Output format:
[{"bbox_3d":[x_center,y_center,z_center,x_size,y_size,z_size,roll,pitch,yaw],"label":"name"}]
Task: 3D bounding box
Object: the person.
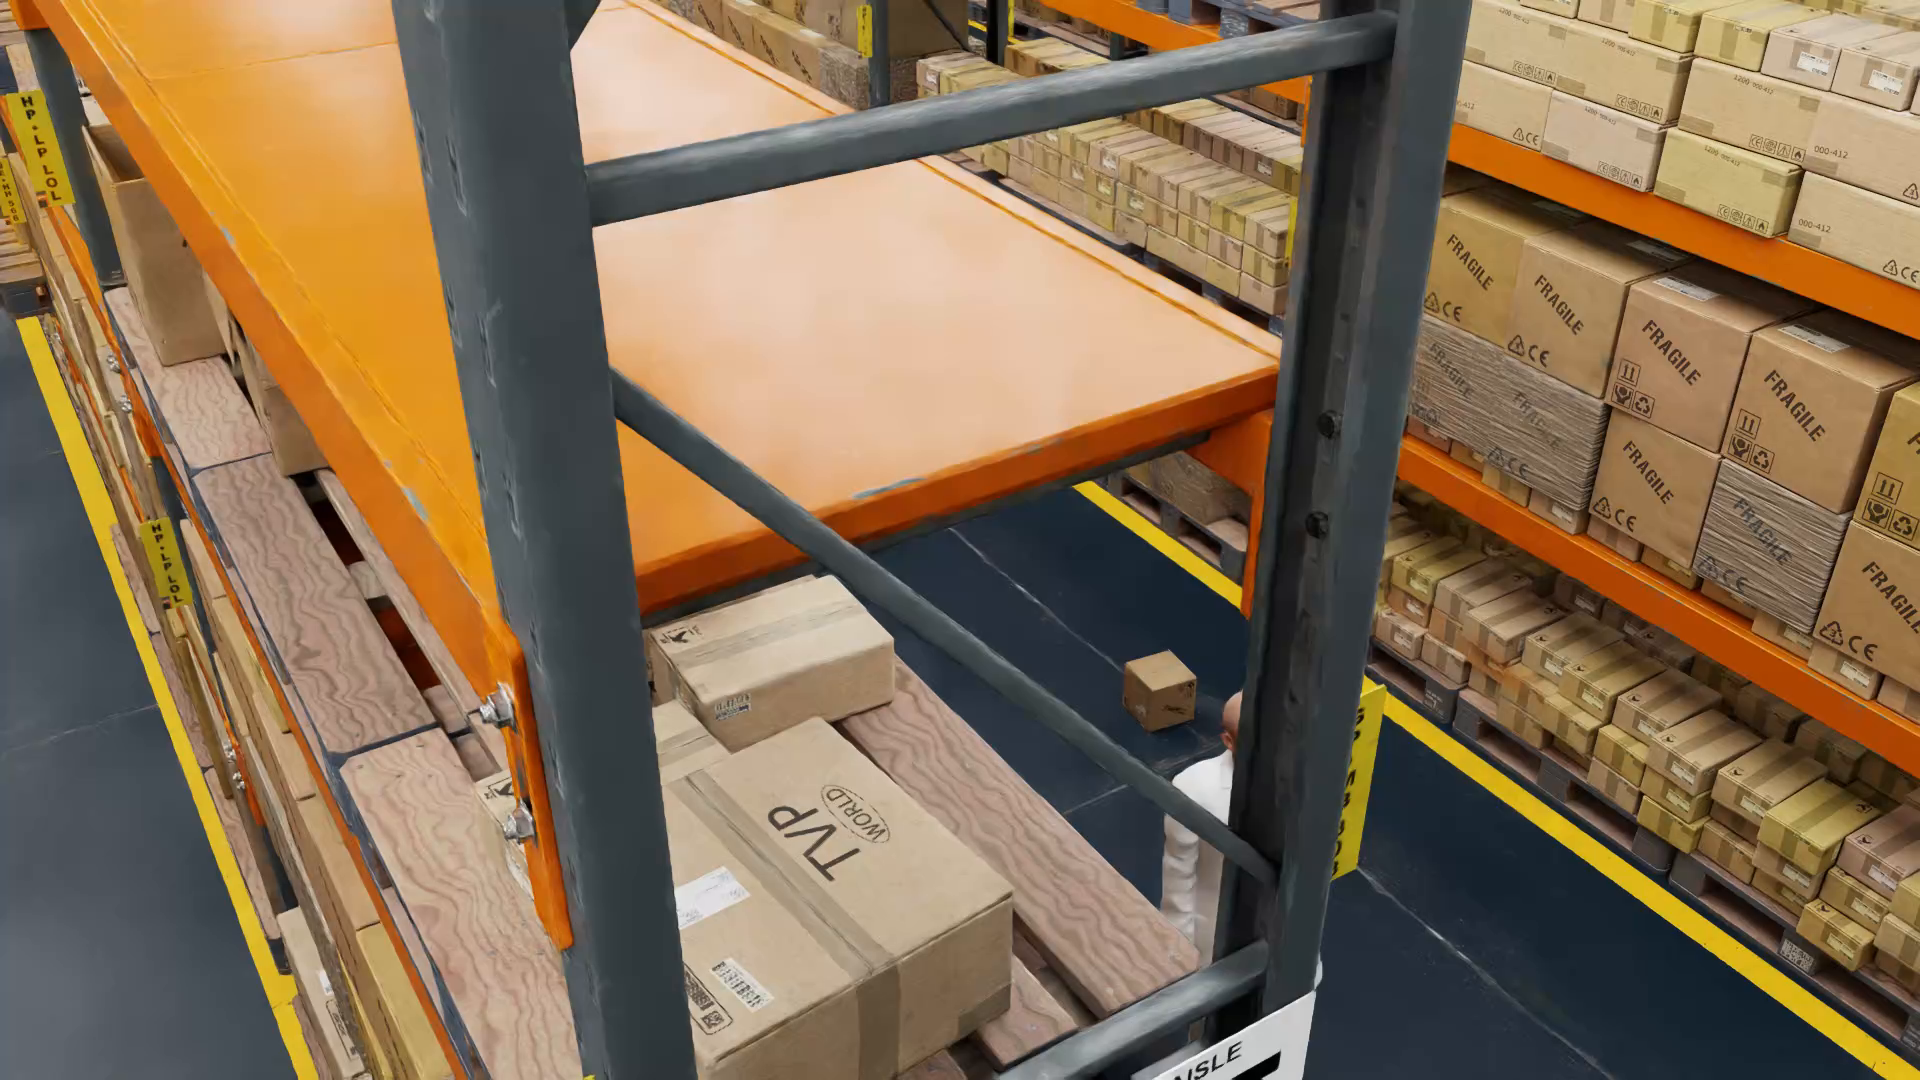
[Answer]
[{"bbox_3d":[0.942,1.272,5.594,0.593,1.780,0.534,-7,33,-11],"label":"person"}]
